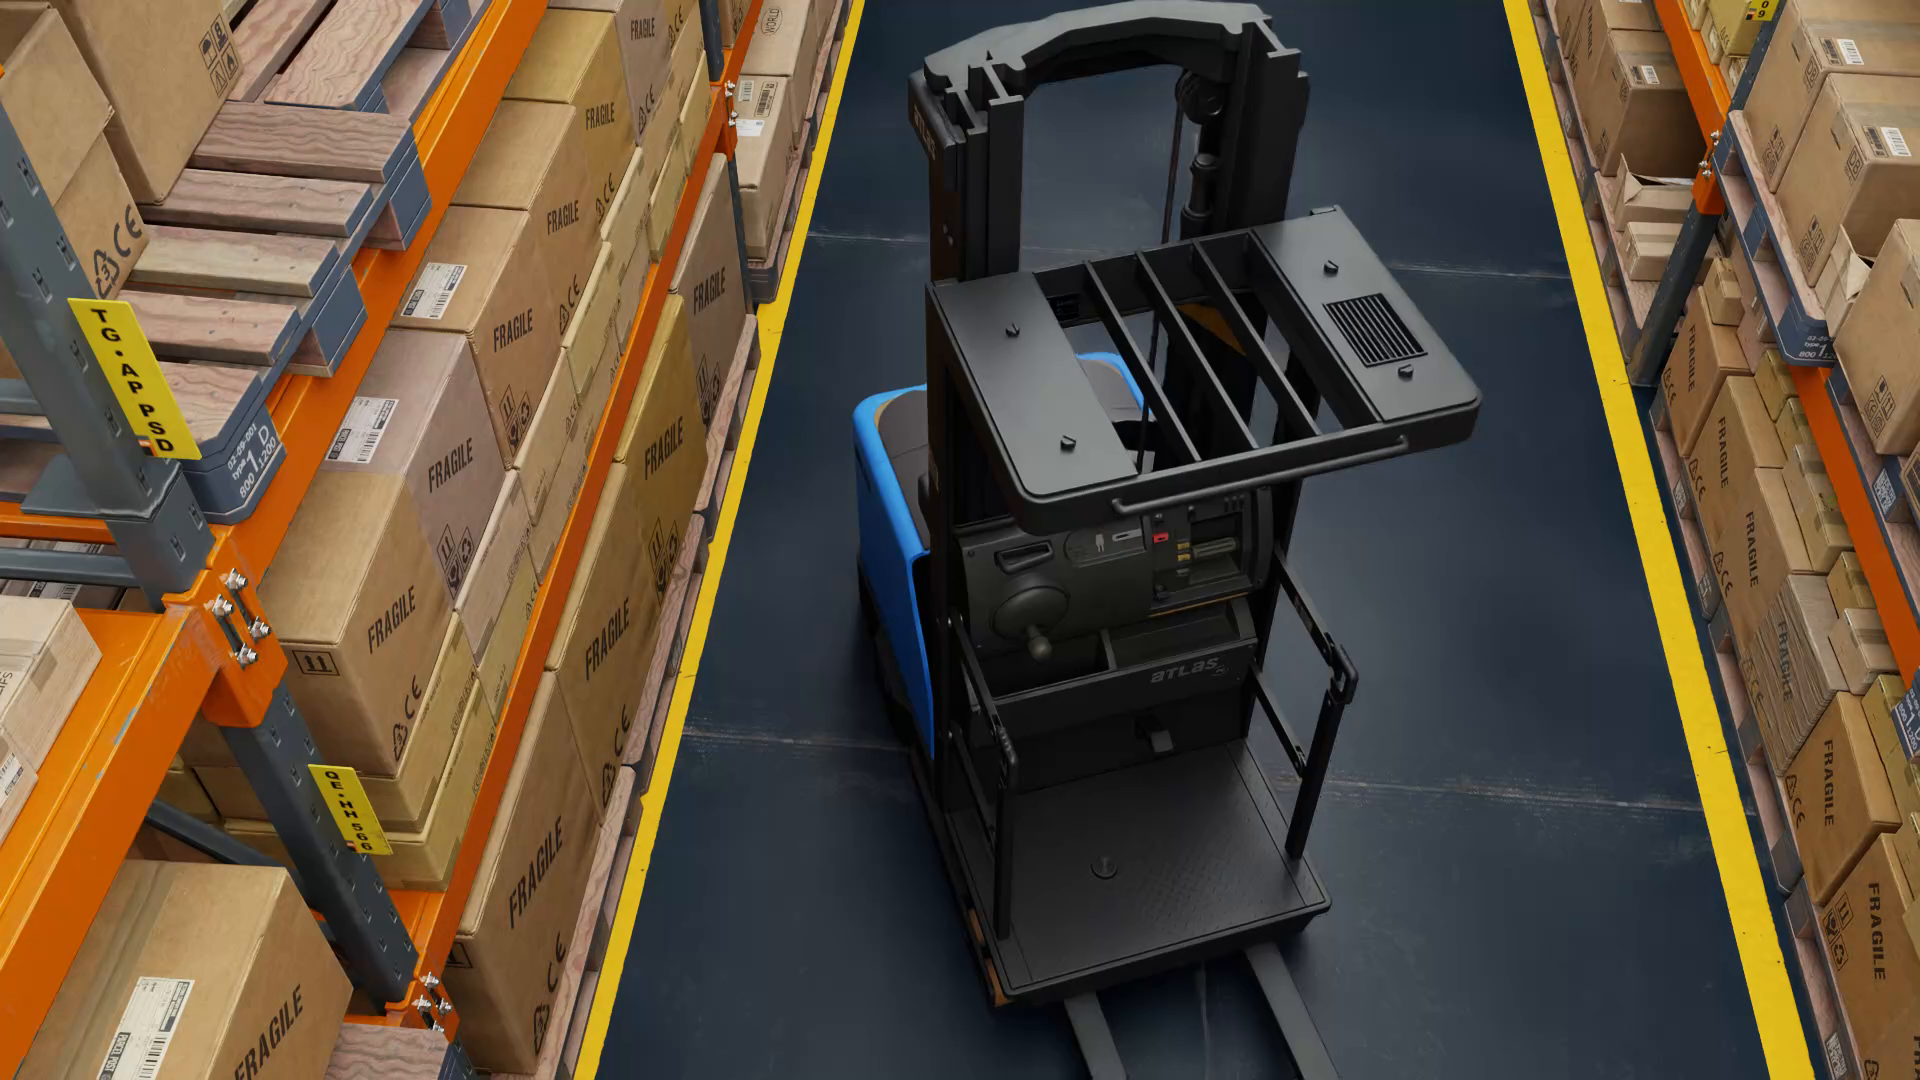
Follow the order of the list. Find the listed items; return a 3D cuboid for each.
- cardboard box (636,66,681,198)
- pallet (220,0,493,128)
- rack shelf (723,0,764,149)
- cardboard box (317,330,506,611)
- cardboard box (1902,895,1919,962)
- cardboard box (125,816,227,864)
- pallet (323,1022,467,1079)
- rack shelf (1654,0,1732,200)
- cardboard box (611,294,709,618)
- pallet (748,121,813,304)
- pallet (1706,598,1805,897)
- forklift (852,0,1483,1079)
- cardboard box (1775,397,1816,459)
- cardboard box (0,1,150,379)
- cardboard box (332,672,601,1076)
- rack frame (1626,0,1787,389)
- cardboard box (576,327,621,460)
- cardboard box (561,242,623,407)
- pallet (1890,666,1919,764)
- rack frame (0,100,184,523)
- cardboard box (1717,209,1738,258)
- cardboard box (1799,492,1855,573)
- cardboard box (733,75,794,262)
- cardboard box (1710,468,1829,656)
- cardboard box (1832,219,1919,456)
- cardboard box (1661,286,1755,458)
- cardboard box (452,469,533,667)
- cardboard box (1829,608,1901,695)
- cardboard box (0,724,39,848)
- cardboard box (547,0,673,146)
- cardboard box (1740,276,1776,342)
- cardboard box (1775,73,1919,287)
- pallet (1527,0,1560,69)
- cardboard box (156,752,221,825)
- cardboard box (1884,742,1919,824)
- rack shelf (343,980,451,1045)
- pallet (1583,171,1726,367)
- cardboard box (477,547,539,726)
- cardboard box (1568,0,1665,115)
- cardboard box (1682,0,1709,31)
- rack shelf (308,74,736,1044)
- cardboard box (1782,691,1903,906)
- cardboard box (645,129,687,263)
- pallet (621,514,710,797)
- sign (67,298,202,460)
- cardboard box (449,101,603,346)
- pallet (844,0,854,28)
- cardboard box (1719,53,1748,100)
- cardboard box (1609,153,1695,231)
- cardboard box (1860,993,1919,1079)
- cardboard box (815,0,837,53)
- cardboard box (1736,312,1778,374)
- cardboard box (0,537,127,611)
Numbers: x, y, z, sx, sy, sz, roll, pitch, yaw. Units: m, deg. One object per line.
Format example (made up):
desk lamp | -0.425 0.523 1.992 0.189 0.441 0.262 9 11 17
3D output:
cardboard box | -1.293 -1.445 5.828 0.500 0.250 0.500 5 48 4
pallet | -1.716 -1.343 4.067 1.003 0.211 1.213 6 48 5
rack shelf | -1.274 -3.262 8.214 1.077 0.370 4.000 4 48 4
cardboard box | -1.497 -0.178 4.161 0.500 0.500 0.500 4 48 4
cardboard box | 2.909 1.135 4.674 0.380 0.149 0.250 2 48 2
cardboard box | -2.033 0.566 4.328 0.500 0.250 0.500 2 48 2
pallet | -1.780 1.500 3.502 1.213 0.211 1.003 4 48 4
rack shelf | 3.669 -2.931 7.912 1.077 0.370 4.000 4 48 4
cardboard box | -1.508 -0.335 6.205 0.875 0.875 0.875 5 48 5
pallet | -1.309 -1.648 8.140 1.003 0.211 1.213 4 48 4
pallet | 3.342 0.736 5.960 1.003 0.211 1.213 4 48 4
forklift | 0.523 0.181 4.624 1.130 2.935 3.031 -13 49 -11
cardboard box | 3.218 -0.375 6.056 0.380 0.149 0.250 3 48 3
cardboard box | -1.937 -0.572 2.879 0.797 0.503 0.637 1 48 1
cardboard box | -1.675 0.977 5.004 0.875 0.875 0.875 3 48 3
rack frame | 3.487 -1.704 6.302 1.000 3.000 0.127 4 48 4
cardboard box | -1.402 -0.515 5.315 0.500 0.250 0.500 4 48 4
cardboard box | -1.364 -0.687 5.134 0.500 0.250 0.500 5 48 4
pallet | 3.114 0.797 4.144 1.213 0.211 1.003 4 48 4
rack frame | -1.821 -1.121 1.703 1.000 3.000 0.127 4 48 4
cardboard box | 3.782 -1.408 7.569 0.500 0.311 0.500 5 48 5
cardboard box | 3.133 -0.012 5.724 0.380 0.149 0.250 5 48 5
cardboard box | -1.292 -1.766 7.811 0.875 0.438 0.875 3 48 3
cardboard box | 3.130 0.096 6.064 0.500 0.500 0.500 3 48 2
cardboard box | 3.101 -0.582 4.923 0.700 0.500 0.500 4 48 3
cardboard box | 3.219 -0.662 6.758 0.500 0.500 0.500 6 48 5
cardboard box | -1.481 0.050 4.460 0.500 0.250 0.500 5 48 4
cardboard box | 3.064 0.366 5.379 0.380 0.149 0.250 2 48 2
cardboard box | -1.655 0.405 2.510 0.380 0.149 0.250 4 48 4
cardboard box | -1.287 -1.681 5.535 0.500 0.500 0.500 5 48 4
cardboard box | 3.213 -0.882 6.318 0.380 0.149 0.250 2 48 2
cardboard box | 3.173 -1.159 5.451 0.700 0.500 0.500 4 48 4
pallet | 3.773 -3.061 9.432 1.003 0.211 1.213 4 48 4
cardboard box | -2.030 0.413 4.128 0.500 0.250 0.500 4 48 3
cardboard box | 3.046 0.754 5.023 0.380 0.149 0.250 5 48 5
rack shelf | -2.003 2.616 2.838 1.077 0.370 4.000 4 48 4
pallet | 3.550 -1.268 7.792 1.003 0.211 1.213 4 48 4
cardboard box | -1.497 0.233 4.631 0.500 0.250 0.500 3 48 2
cardboard box | 3.437 -2.491 8.431 0.500 0.500 0.500 5 48 4
cardboard box | 3.266 -2.256 6.977 0.380 0.149 0.250 5 48 5
rack shelf | -1.639 -0.323 5.526 1.077 0.370 4.000 4 48 4
cardboard box | 3.048 0.860 5.366 0.500 0.500 0.500 6 48 5
cardboard box | -1.294 -1.264 6.001 0.500 0.250 0.500 3 48 3
pallet | -1.560 0.377 6.288 1.003 0.211 1.213 4 48 4
sign | -1.281 -0.245 2.584 0.100 0.325 0.005 4 48 4
cardboard box | -1.385 -0.928 4.847 0.500 0.500 0.500 5 48 4
pallet | -1.087 -3.441 9.780 1.003 0.211 1.213 4 48 4
cardboard box | 3.264 -1.871 6.624 0.380 0.149 0.250 4 48 4
cardboard box | 3.278 -1.615 7.788 0.396 0.266 0.258 5 48 5
cardboard box | 2.947 1.612 4.678 0.500 0.500 0.500 5 48 5
cardboard box | -1.128 -3.087 9.018 0.875 0.438 0.875 5 48 5
cardboard box | 3.241 -0.767 6.414 0.380 0.149 0.250 3 48 2
cardboard box | -2.034 0.135 3.874 0.500 0.500 0.500 3 48 2
